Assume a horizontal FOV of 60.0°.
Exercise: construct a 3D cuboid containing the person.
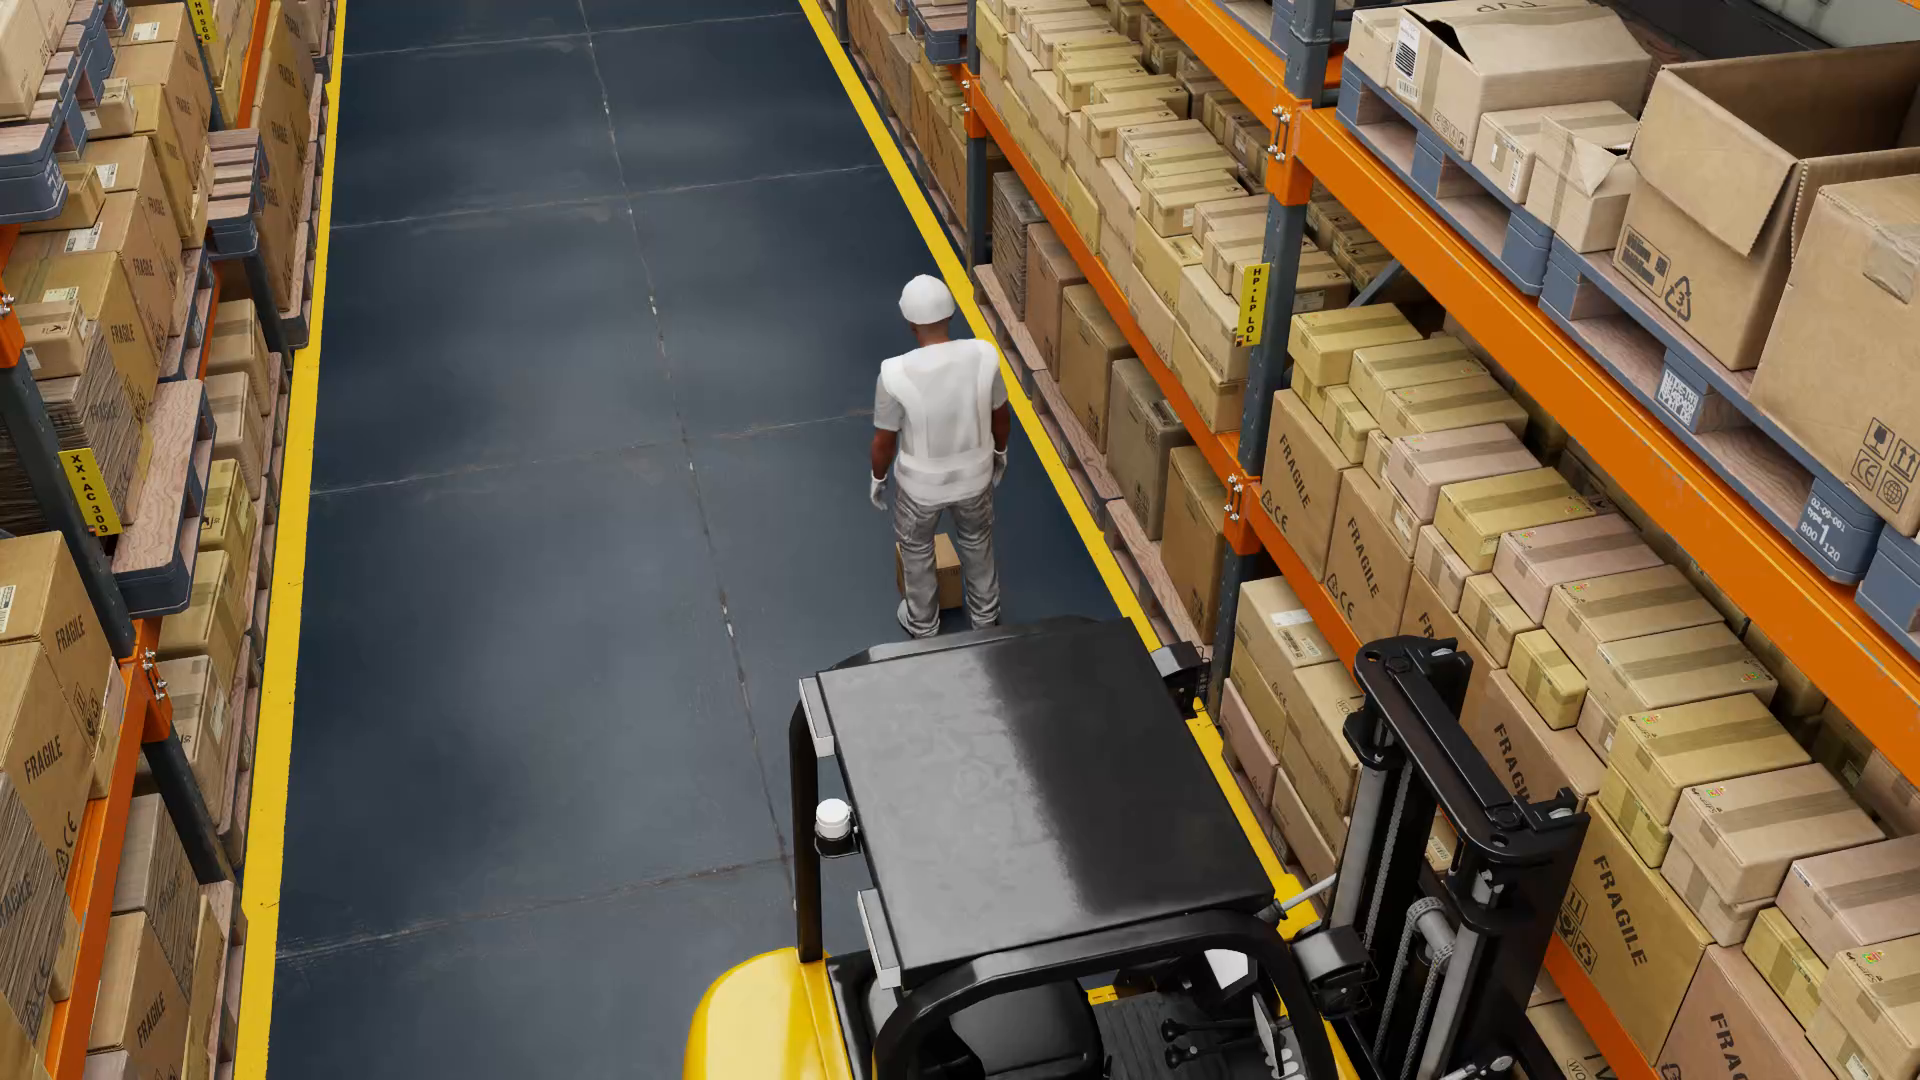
[{"bbox_3d":[-0.086,-0.304,7.098,0.625,1.773,0.451,-12,39,-15],"label":"person"}]
